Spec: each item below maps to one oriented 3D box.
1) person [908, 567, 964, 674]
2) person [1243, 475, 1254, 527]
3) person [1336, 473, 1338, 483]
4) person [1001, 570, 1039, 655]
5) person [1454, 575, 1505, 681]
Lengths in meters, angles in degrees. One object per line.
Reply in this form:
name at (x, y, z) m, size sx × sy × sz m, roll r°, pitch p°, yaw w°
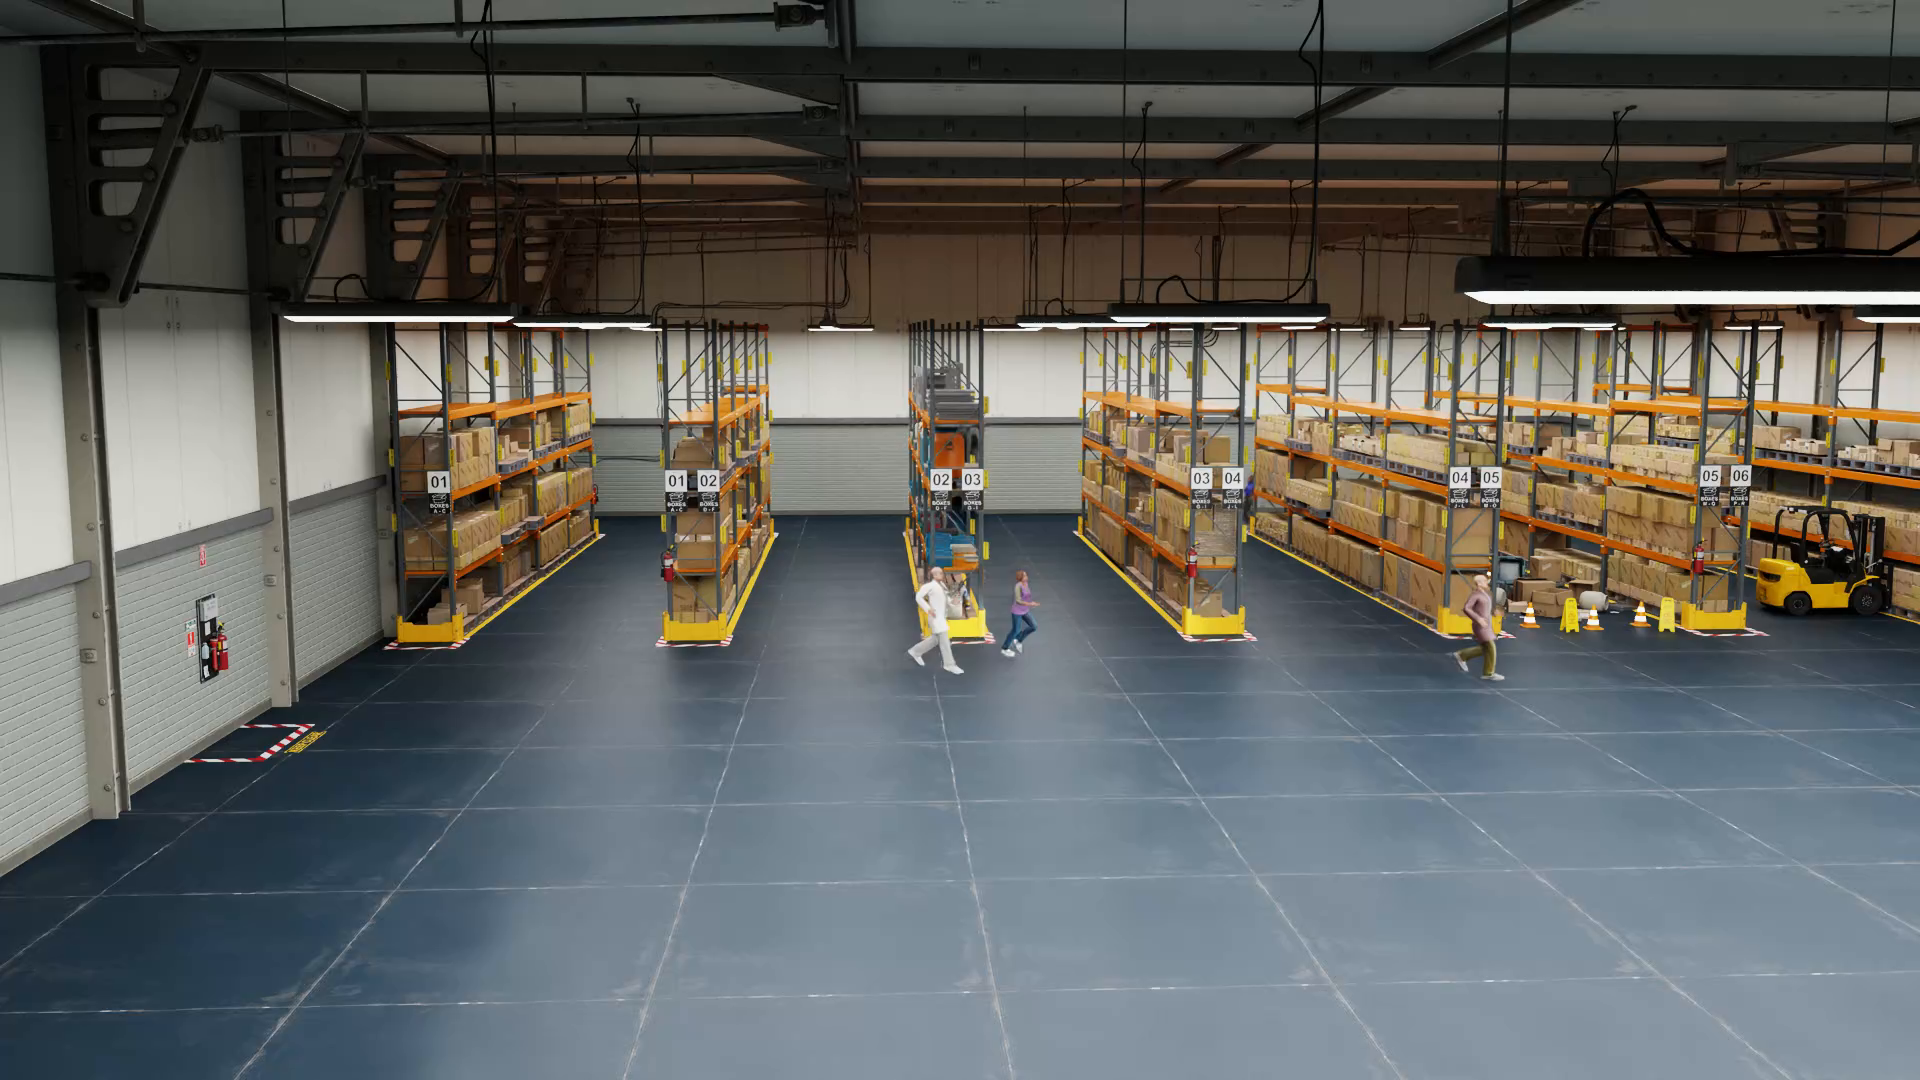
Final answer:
person at (-0.408, 1.350, 28.250) m, size 1.049 × 1.796 × 0.707 m, roll 3°, pitch 7°, yaw 20°
person at (8.487, -1.139, 49.286) m, size 0.526 × 1.592 × 0.703 m, roll 2°, pitch 7°, yaw 15°
person at (11.122, -1.186, 49.398) m, size 0.844 × 1.654 × 0.570 m, roll 1°, pitch 7°, yaw 6°
person at (1.103, 1.291, 29.585) m, size 0.743 × 1.554 × 0.565 m, roll 4°, pitch 8°, yaw 31°
person at (8.653, 1.444, 27.686) m, size 0.897 × 1.745 × 0.720 m, roll 5°, pitch 9°, yaw 35°
